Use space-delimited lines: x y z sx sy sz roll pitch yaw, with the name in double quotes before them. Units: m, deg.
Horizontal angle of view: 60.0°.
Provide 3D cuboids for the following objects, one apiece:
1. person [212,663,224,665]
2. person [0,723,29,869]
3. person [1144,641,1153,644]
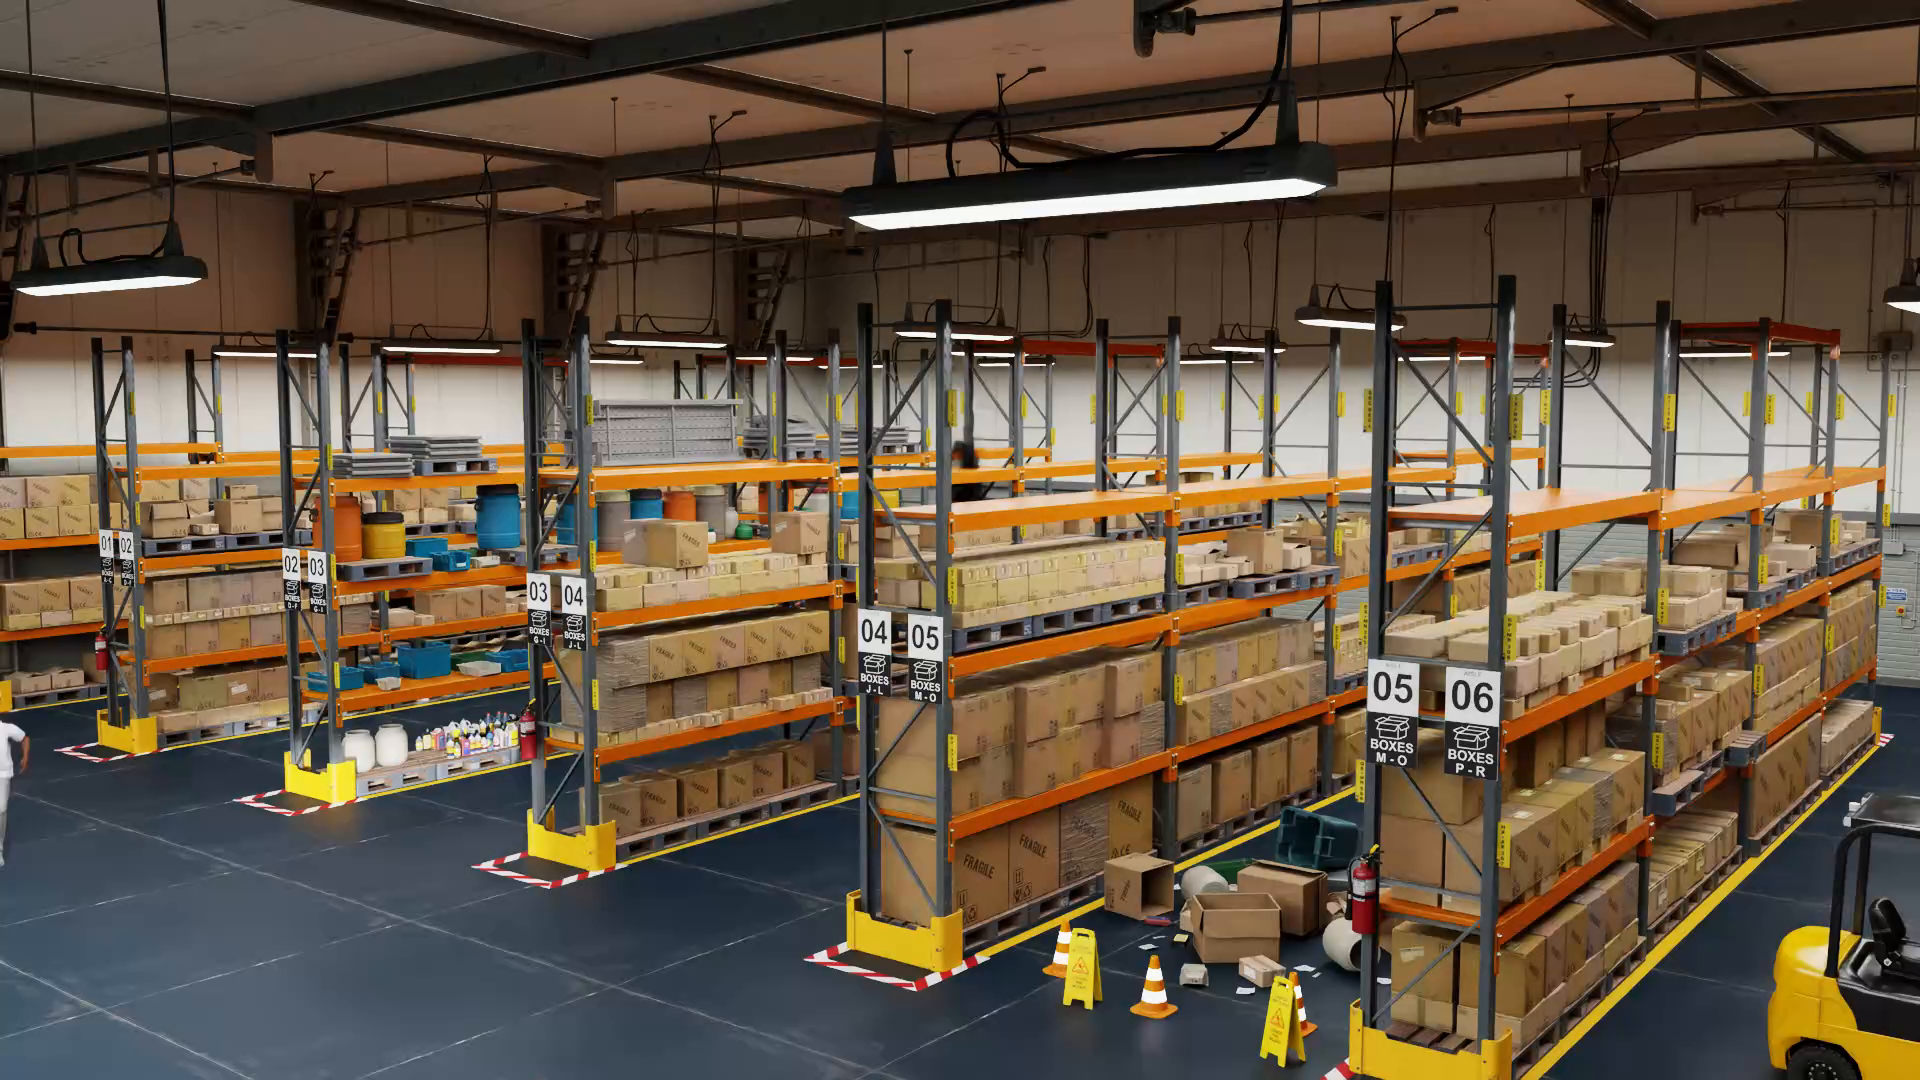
"person" -12.209 1.927 27.345 0.615 1.674 0.928 3 6 33
"person" -10.774 2.682 18.487 0.706 1.779 0.944 -2 5 -22
"person" 2.459 2.147 21.773 0.600 1.667 0.550 3 6 30
